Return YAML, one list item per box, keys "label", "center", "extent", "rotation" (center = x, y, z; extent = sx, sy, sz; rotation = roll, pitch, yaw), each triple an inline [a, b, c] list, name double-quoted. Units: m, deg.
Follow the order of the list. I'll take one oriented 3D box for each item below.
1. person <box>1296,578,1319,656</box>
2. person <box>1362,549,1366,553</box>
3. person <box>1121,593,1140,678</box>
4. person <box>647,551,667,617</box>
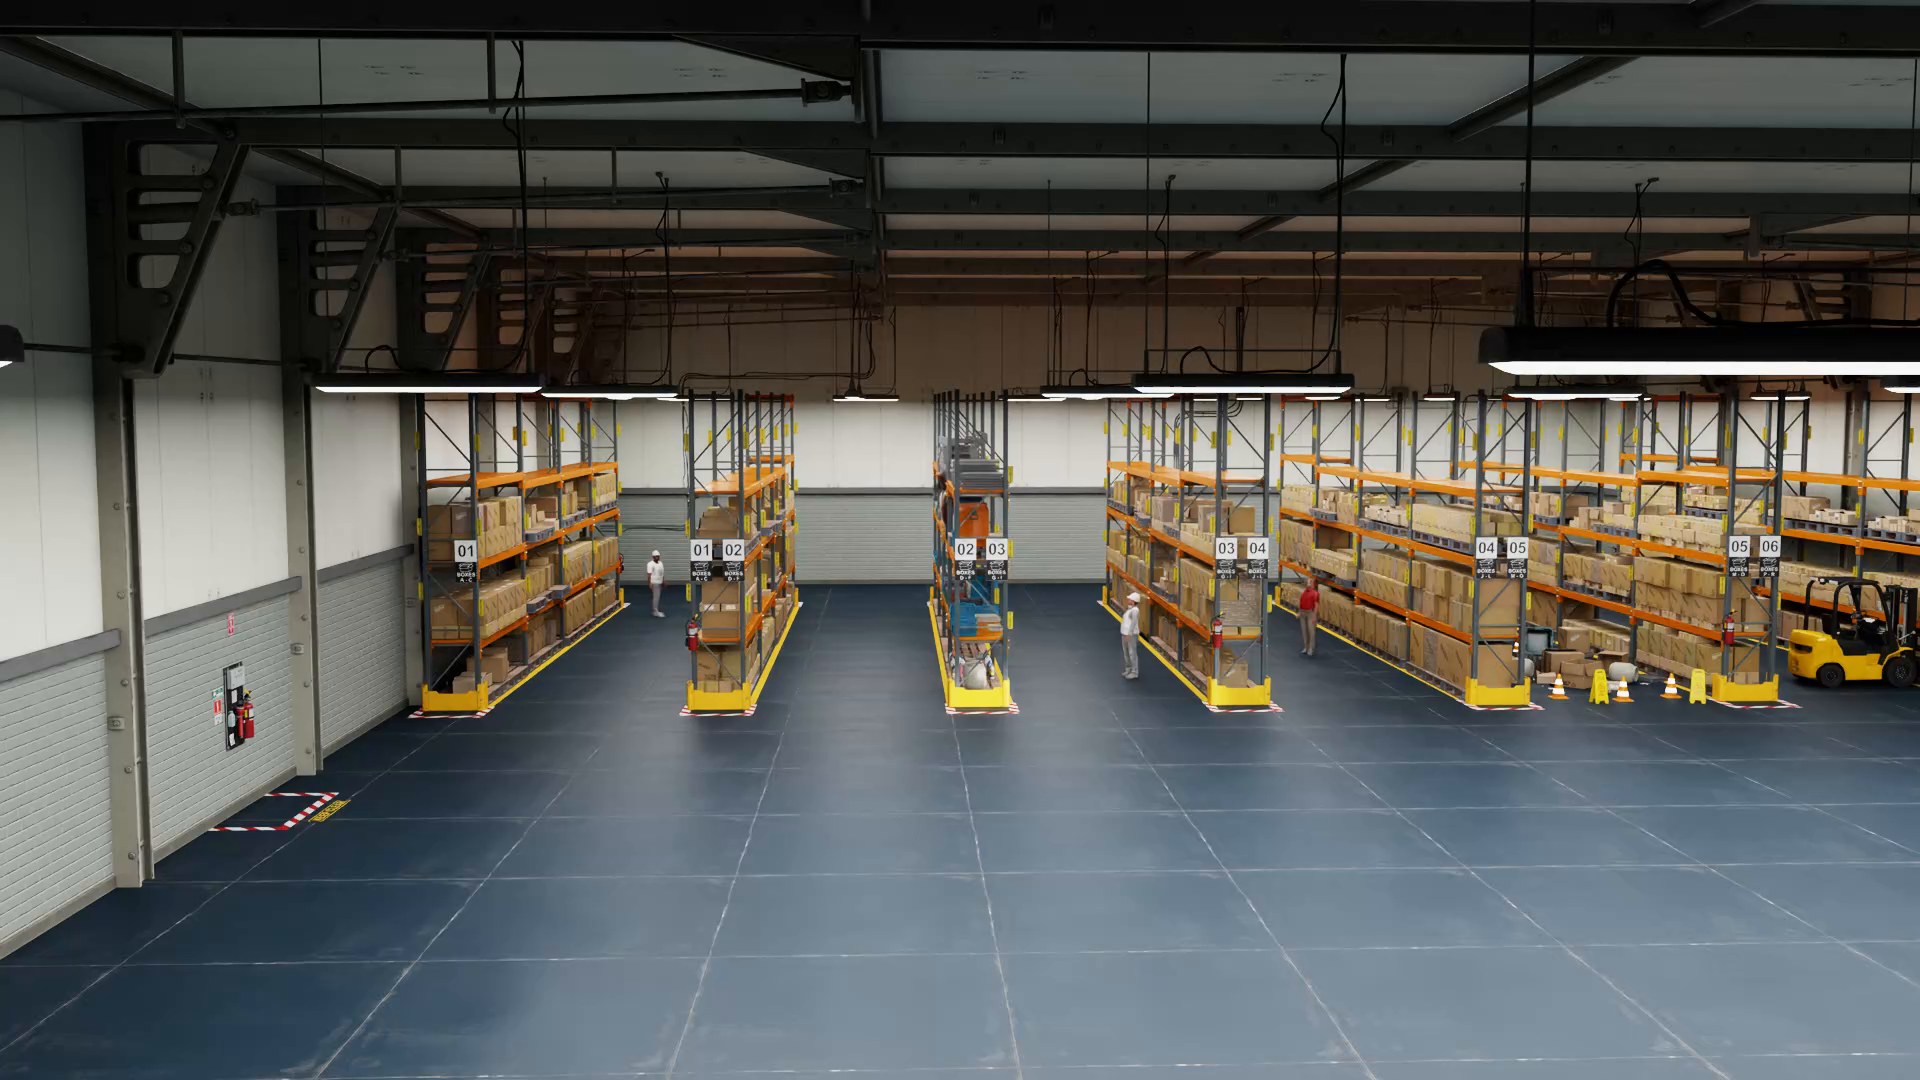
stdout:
- label: "person"
  center: [7.991, 1.816, 38.209]
  extent: [0.563, 1.695, 0.514]
  rotation: [4, 6, 42]
- label: "person"
  center: [11.395, 1.072, 46.969]
  extent: [0.384, 1.650, 0.530]
  rotation: [0, 5, 3]
- label: "person"
  center: [3.575, 1.990, 34.932]
  extent: [0.445, 1.773, 0.543]
  rotation: [-2, 5, -22]
- label: "person"
  center: [-8.191, 1.172, 45.097]
  extent: [0.479, 1.774, 0.605]
  rotation: [1, 5, 11]
